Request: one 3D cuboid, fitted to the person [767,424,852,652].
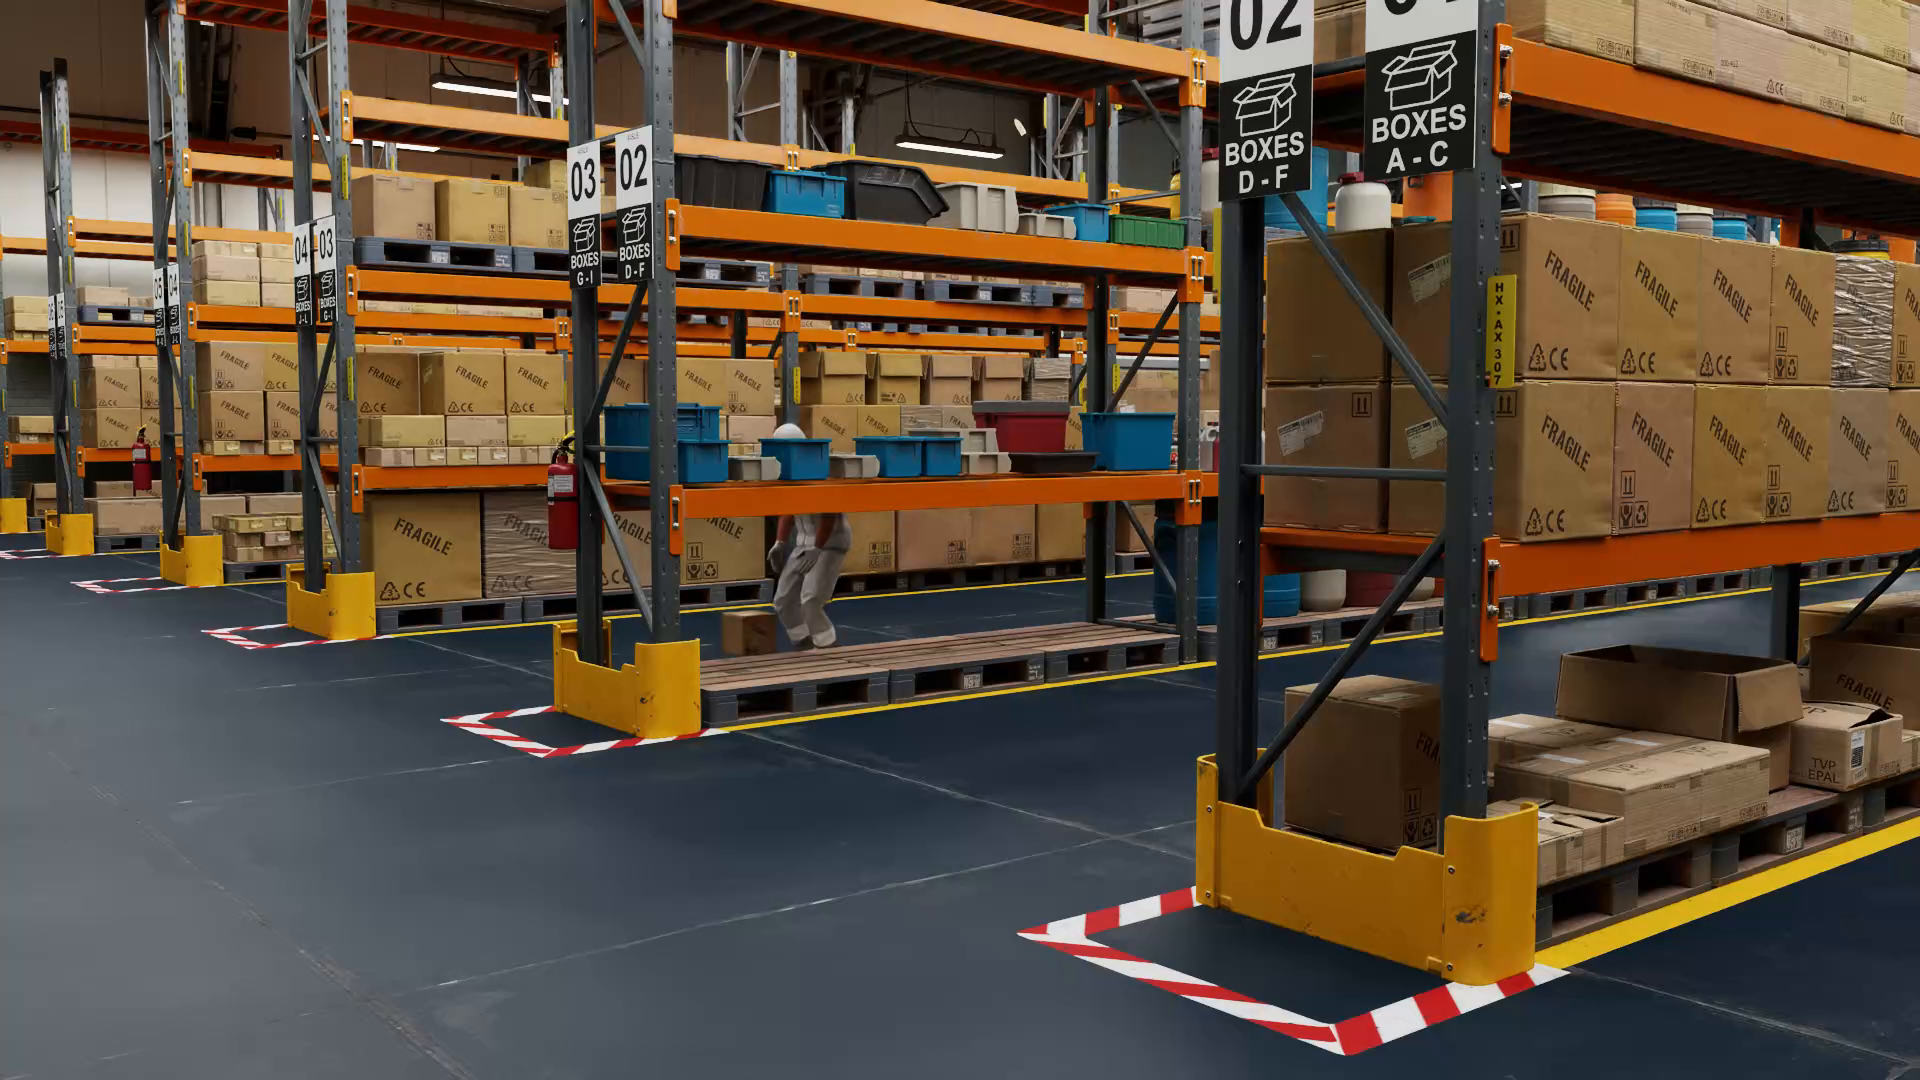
[{"bbox_3d":[-0.975,0.075,10.724,0.580,1.647,0.564,-3,5,-38],"label":"person"}]
